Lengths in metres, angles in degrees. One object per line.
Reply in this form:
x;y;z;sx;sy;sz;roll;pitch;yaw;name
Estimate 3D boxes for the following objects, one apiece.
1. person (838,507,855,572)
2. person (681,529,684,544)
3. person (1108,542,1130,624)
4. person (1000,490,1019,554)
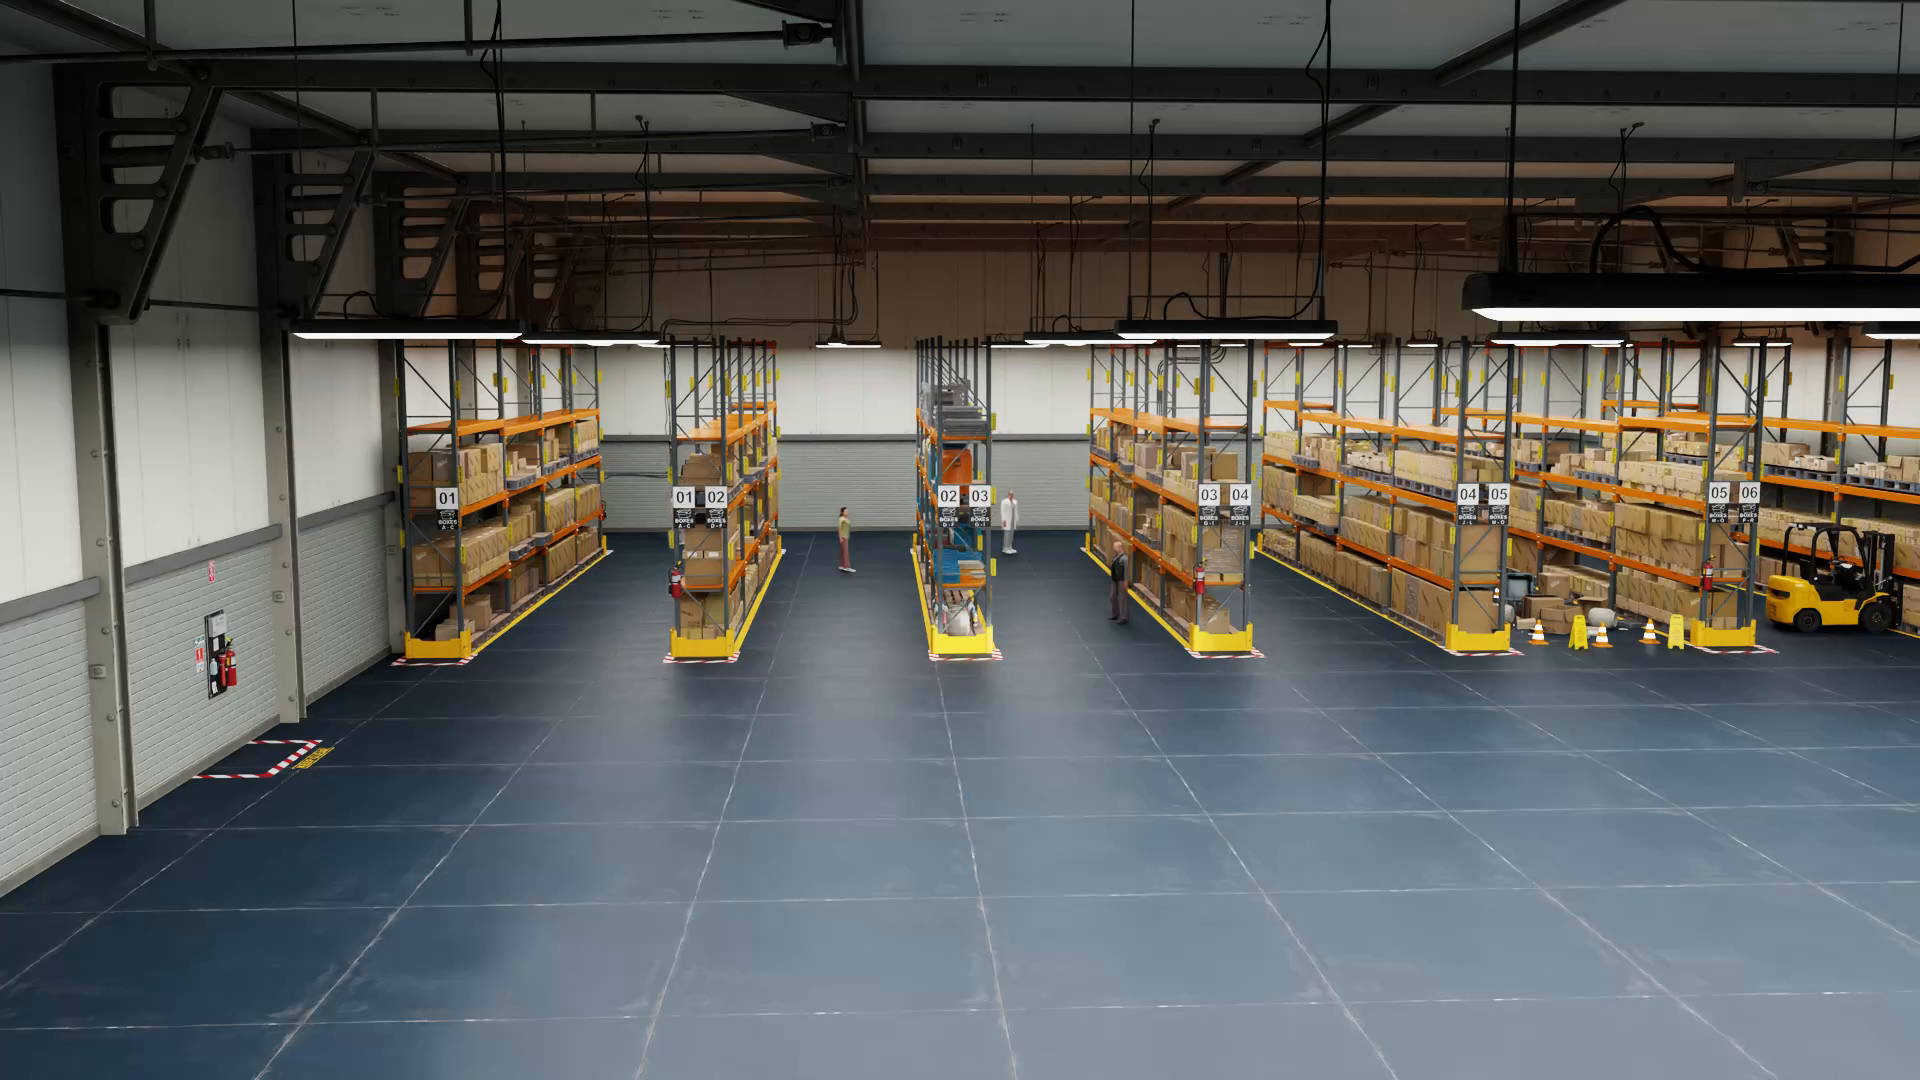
-2.940;-0.032;43.432;0.507;1.691;0.488;1;7;13;person
-8.032;-0.701;49.121;0.446;1.667;0.497;1;7;6;person
3.354;0.892;35.071;0.412;1.714;0.591;-2;7;-18;person
1.404;-0.515;47.082;0.603;1.791;0.433;-6;9;-40;person
